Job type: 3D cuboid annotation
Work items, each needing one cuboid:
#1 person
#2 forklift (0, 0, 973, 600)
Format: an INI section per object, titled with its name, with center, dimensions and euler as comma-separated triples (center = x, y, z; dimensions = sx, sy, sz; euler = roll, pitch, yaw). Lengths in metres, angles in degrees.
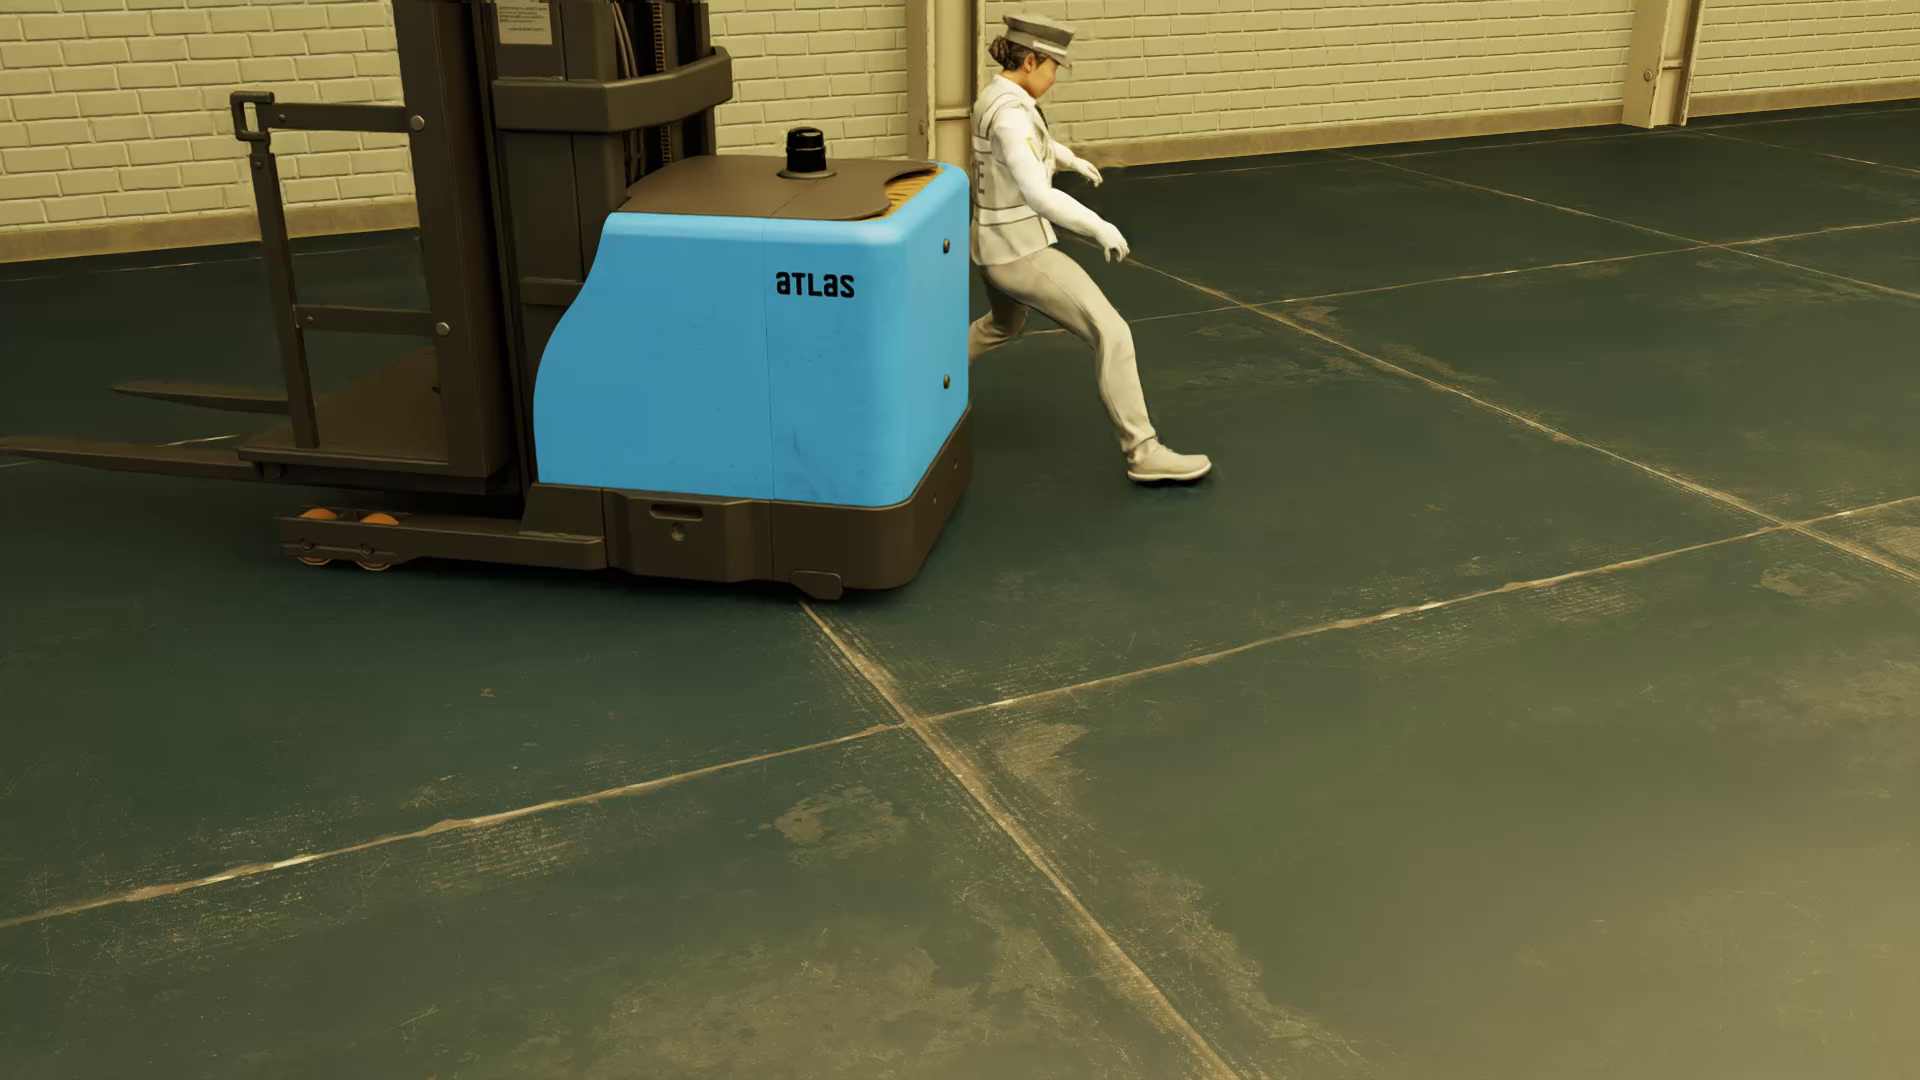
[person]
center = 0.309, -1.017, 5.687
dimensions = 0.956, 1.513, 1.056
euler = -3, 23, -7
[forklift]
center = -1.529, -1.455, 4.789
dimensions = 3.031, 2.935, 1.130
euler = 4, 23, 11
